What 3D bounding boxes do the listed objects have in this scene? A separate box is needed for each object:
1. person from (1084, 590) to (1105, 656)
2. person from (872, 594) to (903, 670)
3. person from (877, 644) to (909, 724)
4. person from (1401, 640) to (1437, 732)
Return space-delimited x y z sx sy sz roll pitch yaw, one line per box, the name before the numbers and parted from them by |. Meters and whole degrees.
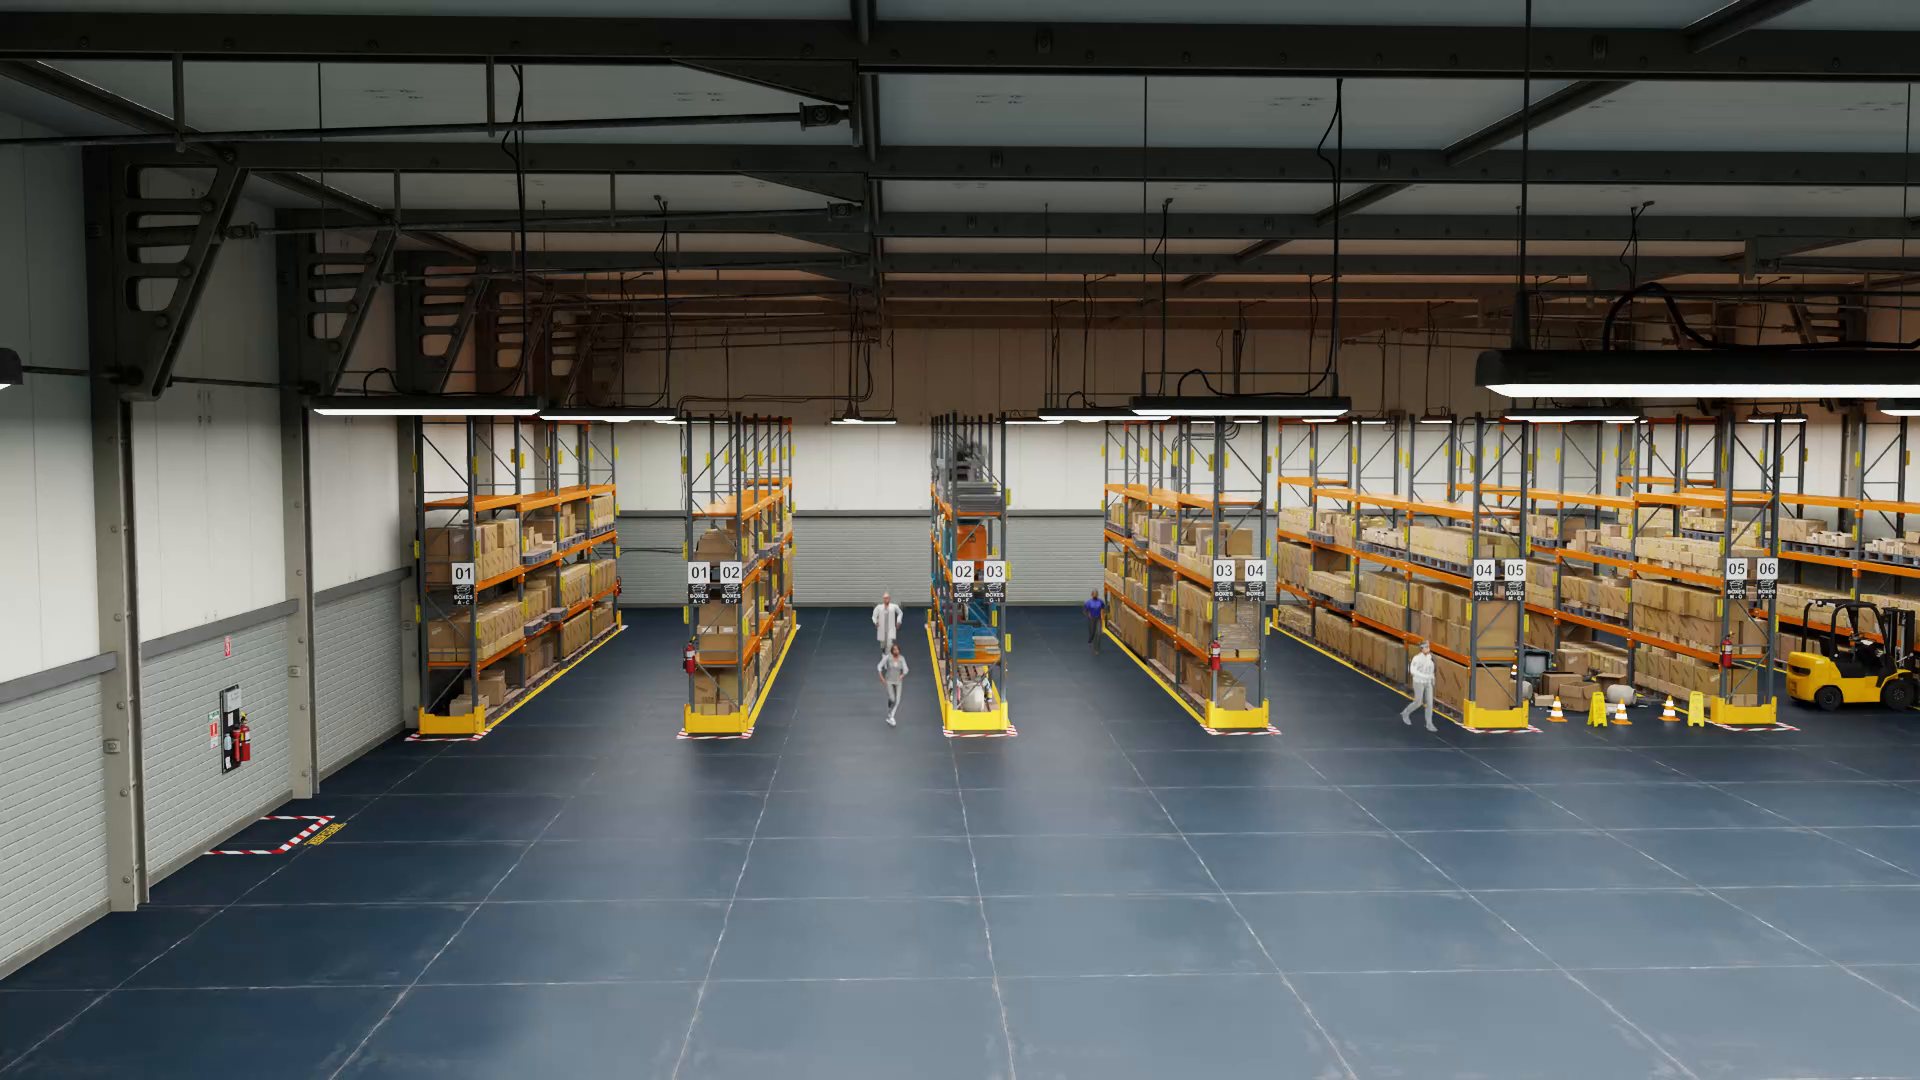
person | 3.405 2.068 41.952 0.578 1.649 0.791 0 4 -7
person | -1.733 2.164 39.684 0.724 1.765 0.956 0 4 2
person | -1.267 2.767 31.884 0.585 1.559 0.500 -1 4 -14
person | 8.762 2.734 31.559 0.638 1.711 0.814 -2 4 -29
